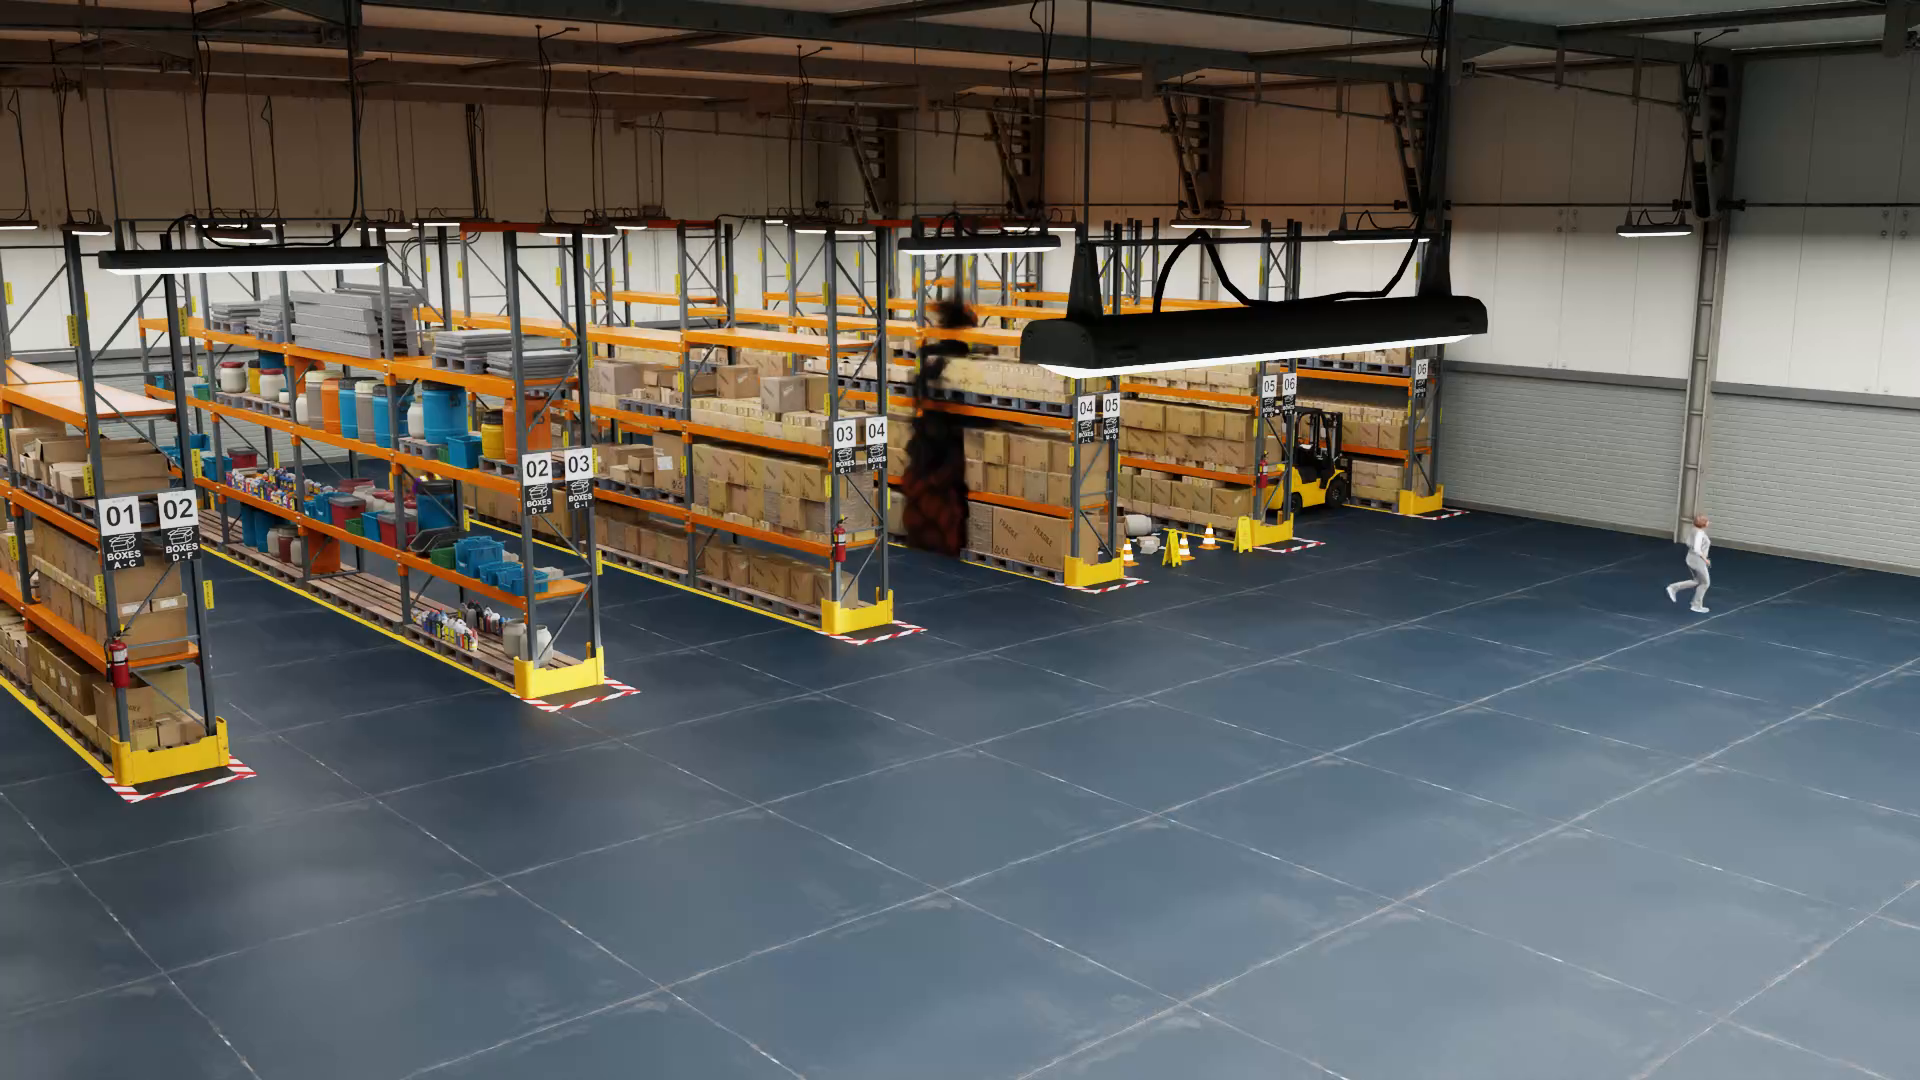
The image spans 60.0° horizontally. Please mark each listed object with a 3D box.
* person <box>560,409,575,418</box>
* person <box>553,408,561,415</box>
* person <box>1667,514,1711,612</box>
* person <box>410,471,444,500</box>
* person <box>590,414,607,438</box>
[{"bbox_3d":[-9.532,-2.501,40.261,0.627,1.640,0.659,3,12,17],"label":"person"},{"bbox_3d":[-9.839,-2.400,39.866,0.840,1.603,0.561,1,11,4],"label":"person"},{"bbox_3d":[11.523,0.362,26.181,0.641,1.564,0.562,1,12,7],"label":"person"},{"bbox_3d":[-9.700,-0.608,30.511,0.671,1.727,0.686,11,16,43],"label":"person"},{"bbox_3d":[-8.860,-2.666,40.926,0.597,1.651,0.863,7,13,31],"label":"person"}]
